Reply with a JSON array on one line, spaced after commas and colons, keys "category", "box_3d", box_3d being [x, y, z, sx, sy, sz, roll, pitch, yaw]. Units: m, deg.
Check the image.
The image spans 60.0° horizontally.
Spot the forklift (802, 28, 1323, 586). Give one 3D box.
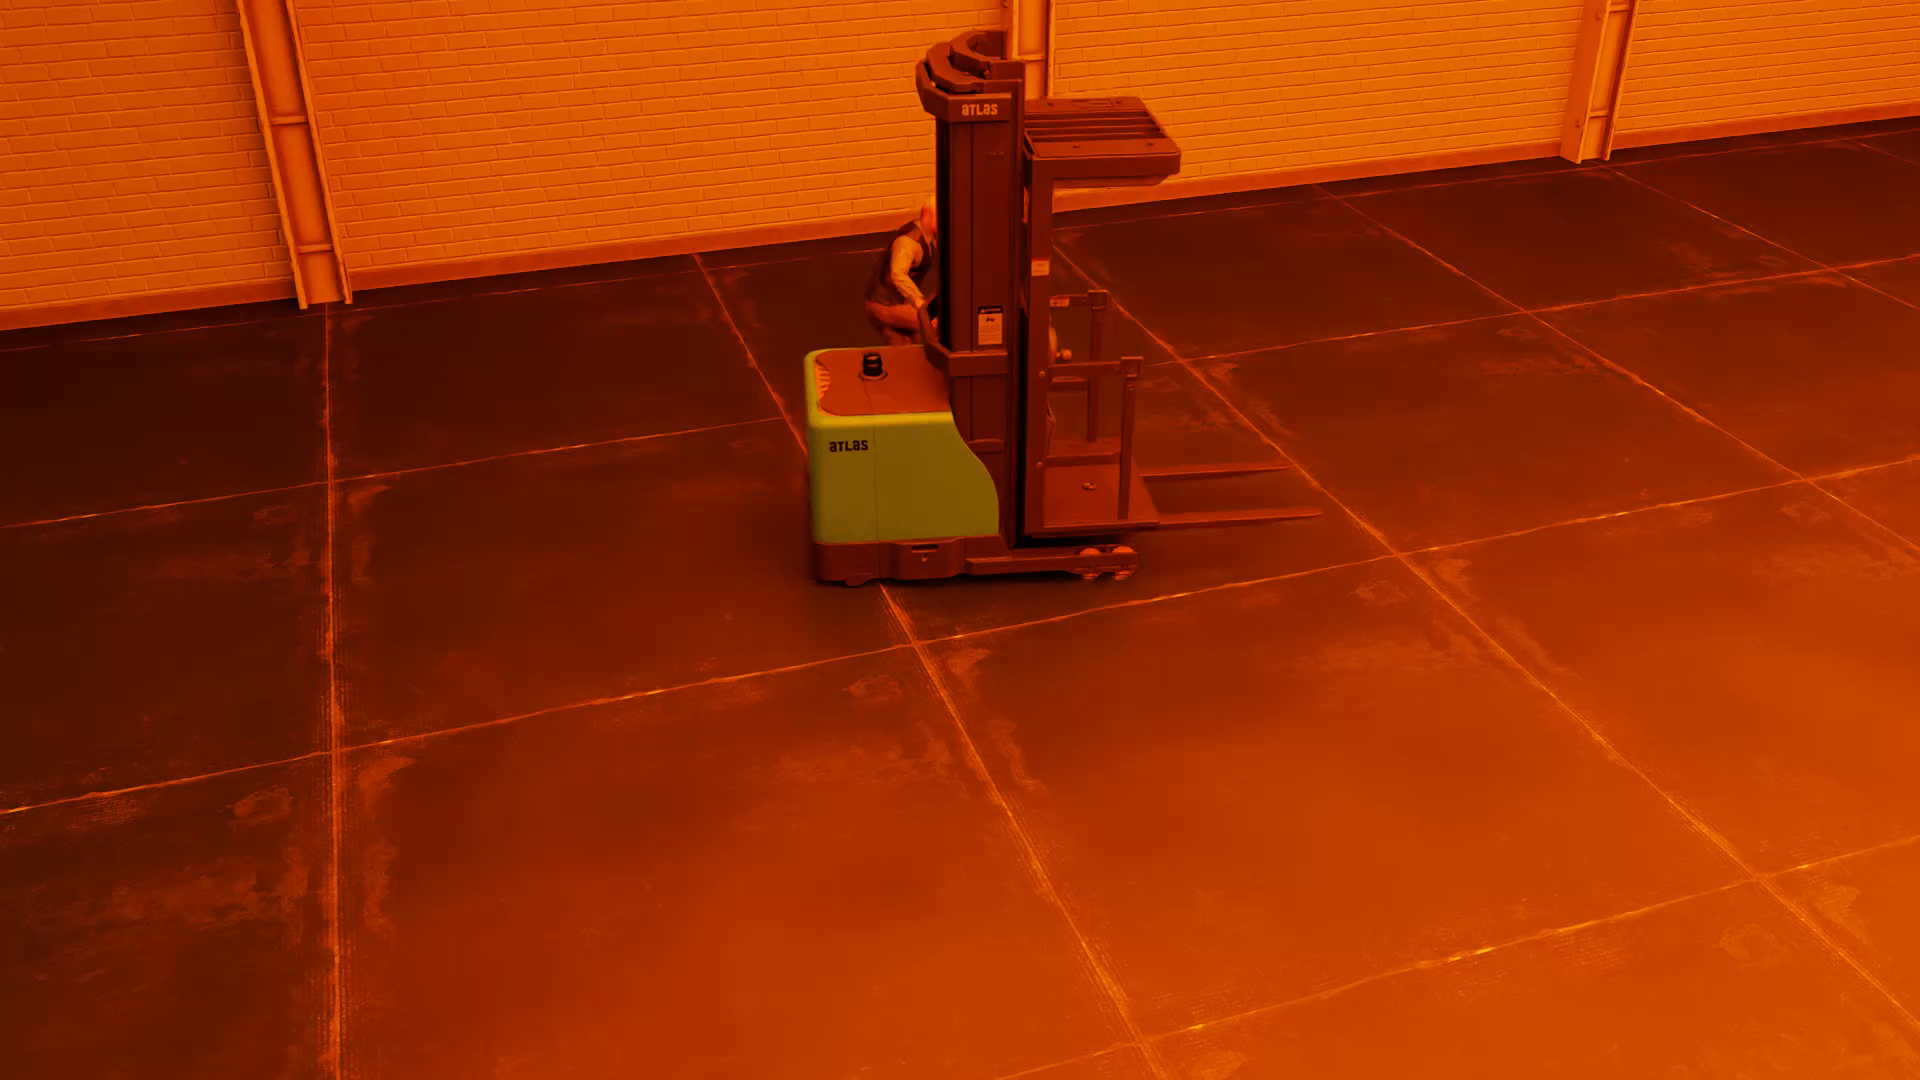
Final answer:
[{"category": "forklift", "box_3d": [0.612, -1.313, 9.369, 3.031, 2.935, 1.130, -3, 30, -6]}]

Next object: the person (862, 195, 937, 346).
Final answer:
[{"category": "person", "box_3d": [-0.215, -1.562, 11.258, 0.876, 1.492, 0.960, -3, 30, -5]}]
